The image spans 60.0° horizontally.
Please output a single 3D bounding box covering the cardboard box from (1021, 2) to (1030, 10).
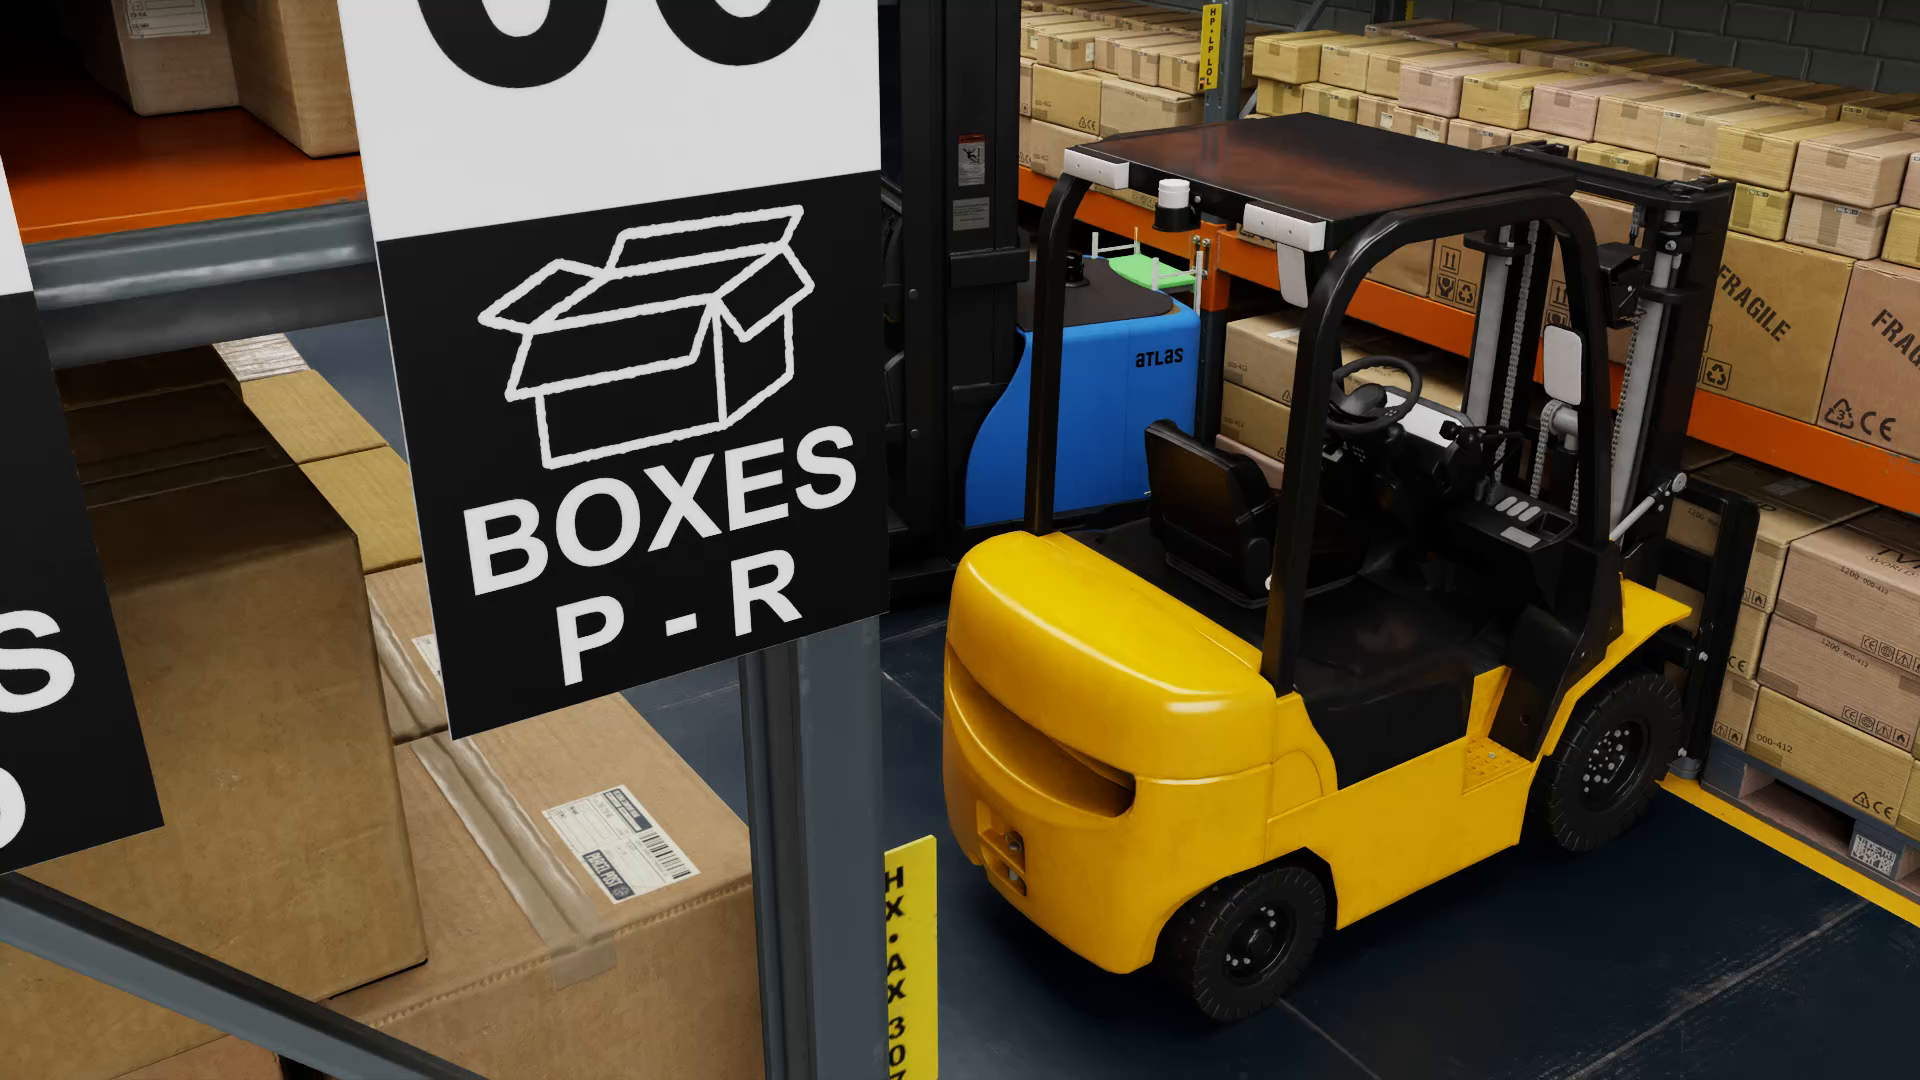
[{"bbox_3d":[0.131,-2.667,8.509,0.380,0.149,0.250,-16,29,-30],"label":"cardboard box"}]

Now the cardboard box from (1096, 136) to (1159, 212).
[{"bbox_3d":[0.957,-1.662,7.432,0.500,0.250,0.500,-15,29,-28],"label":"cardboard box"}]

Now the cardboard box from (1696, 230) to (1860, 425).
[{"bbox_3d":[2.591,-0.711,5.124,0.500,0.500,0.500,-16,30,-31],"label":"cardboard box"}]

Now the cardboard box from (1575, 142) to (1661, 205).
[{"bbox_3d":[2.232,-1.216,5.435,0.380,0.149,0.250,-16,30,-31],"label":"cardboard box"}]

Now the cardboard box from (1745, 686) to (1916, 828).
[{"bbox_3d":[2.850,0.599,5.196,0.500,0.250,0.500,-16,29,-30],"label":"cardboard box"}]

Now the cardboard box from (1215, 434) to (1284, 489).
[{"bbox_3d":[1.438,-0.307,7.115,0.500,0.250,0.500,-15,29,-29],"label":"cardboard box"}]

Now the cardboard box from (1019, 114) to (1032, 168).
[{"bbox_3d":[0.432,-2.025,8.202,0.500,0.250,0.500,-15,29,-29],"label":"cardboard box"}]

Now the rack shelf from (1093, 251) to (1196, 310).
[{"bbox_3d":[0.802,-1.112,7.213,0.258,0.148,0.480,-12,27,-24],"label":"rack shelf"}]

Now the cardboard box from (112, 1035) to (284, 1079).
[{"bbox_3d":[-1.049,0.669,1.854,0.500,0.500,0.500,-16,30,-30],"label":"cardboard box"}]

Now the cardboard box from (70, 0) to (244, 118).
[{"bbox_3d":[-0.649,-0.532,1.643,0.380,0.149,0.250,-17,30,-31],"label":"cardboard box"}]

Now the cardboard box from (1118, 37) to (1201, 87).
[{"bbox_3d":[0.923,-2.107,7.323,0.380,0.149,0.250,-16,30,-30],"label":"cardboard box"}]

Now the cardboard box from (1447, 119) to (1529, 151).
[{"bbox_3d":[1.928,-1.395,5.814,0.380,0.149,0.250,-16,30,-30],"label":"cardboard box"}]

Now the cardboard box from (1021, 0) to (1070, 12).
[{"bbox_3d":[0.469,-2.766,8.718,0.380,0.149,0.250,-15,29,-28],"label":"cardboard box"}]

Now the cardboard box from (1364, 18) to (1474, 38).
[{"bbox_3d":[1.879,-2.040,6.831,0.380,0.149,0.250,-15,29,-29],"label":"cardboard box"}]

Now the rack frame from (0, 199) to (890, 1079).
[{"bbox_3d":[-0.519,0.978,1.665,0.949,2.616,0.053,-16,29,-30],"label":"rack frame"}]

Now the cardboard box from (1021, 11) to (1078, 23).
[{"bbox_3d":[0.356,-2.469,8.090,0.380,0.149,0.250,-15,29,-29],"label":"cardboard box"}]

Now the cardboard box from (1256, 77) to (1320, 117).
[{"bbox_3d":[1.405,-1.774,6.616,0.380,0.149,0.250,-16,30,-30],"label":"cardboard box"}]

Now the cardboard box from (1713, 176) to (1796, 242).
[{"bbox_3d":[2.490,-1.030,5.041,0.380,0.149,0.250,-15,29,-29],"label":"cardboard box"}]

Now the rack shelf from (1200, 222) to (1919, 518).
[{"bbox_3d":[2.543,-0.570,5.786,1.077,0.370,4.000,-16,29,-30],"label":"rack shelf"}]

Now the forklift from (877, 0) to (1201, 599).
[{"bbox_3d":[-0.584,-1.230,6.422,3.031,2.935,1.130,-9,27,-19],"label":"forklift"}]

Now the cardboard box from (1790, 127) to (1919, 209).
[{"bbox_3d":[2.628,-1.074,4.785,0.380,0.149,0.250,-15,29,-28],"label":"cardboard box"}]

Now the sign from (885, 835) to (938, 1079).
[{"bbox_3d":[-0.068,0.461,1.747,0.100,0.325,0.005,-16,29,-30],"label":"sign"}]

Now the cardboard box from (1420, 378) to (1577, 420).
[{"bbox_3d":[2.004,-0.402,6.146,0.500,0.250,0.500,-14,29,-28],"label":"cardboard box"}]

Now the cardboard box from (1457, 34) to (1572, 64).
[{"bbox_3d":[2.137,-1.849,6.427,0.380,0.149,0.250,-16,30,-30],"label":"cardboard box"}]

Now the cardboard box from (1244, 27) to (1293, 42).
[{"bbox_3d":[1.337,-2.233,7.589,0.380,0.149,0.250,-17,30,-31],"label":"cardboard box"}]

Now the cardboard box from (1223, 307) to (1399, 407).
[{"bbox_3d":[1.452,-0.763,6.910,0.500,0.250,0.500,-16,30,-30],"label":"cardboard box"}]

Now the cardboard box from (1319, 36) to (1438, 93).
[{"bbox_3d":[1.610,-1.832,6.391,0.380,0.149,0.250,-15,29,-29],"label":"cardboard box"}]

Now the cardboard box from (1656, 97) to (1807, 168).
[{"bbox_3d":[2.420,-1.279,5.220,0.380,0.149,0.250,-15,29,-29],"label":"cardboard box"}]

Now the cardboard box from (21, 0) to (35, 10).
[{"bbox_3d":[-1.069,-0.811,2.235,0.380,0.149,0.250,-17,30,-31],"label":"cardboard box"}]

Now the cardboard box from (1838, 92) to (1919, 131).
[{"bbox_3d":[3.012,-1.312,5.291,0.380,0.149,0.250,-16,30,-31],"label":"cardboard box"}]

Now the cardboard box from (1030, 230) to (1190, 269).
[{"bbox_3d":[0.740,-1.190,8.546,0.875,0.625,0.625,-16,30,-30],"label":"cardboard box"}]

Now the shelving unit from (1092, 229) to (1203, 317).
[{"bbox_3d":[0.806,-0.733,7.386,0.258,1.200,0.503,-12,27,-24],"label":"shelving unit"}]

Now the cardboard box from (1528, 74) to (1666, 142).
[{"bbox_3d":[2.146,-1.458,5.599,0.380,0.149,0.250,-16,29,-30],"label":"cardboard box"}]

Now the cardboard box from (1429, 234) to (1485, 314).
[{"bbox_3d":[2.050,-1.073,5.891,0.500,0.500,0.500,-16,30,-30],"label":"cardboard box"}]

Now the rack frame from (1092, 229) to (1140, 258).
[{"bbox_3d":[0.697,-0.823,7.585,0.240,1.200,0.015,-12,27,-24],"label":"rack frame"}]

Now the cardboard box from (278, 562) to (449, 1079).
[{"bbox_3d":[-0.834,0.380,2.465,0.500,0.500,0.500,-15,29,-28],"label":"cardboard box"}]

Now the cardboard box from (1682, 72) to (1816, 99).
[{"bbox_3d":[2.663,-1.476,5.638,0.380,0.149,0.250,-15,29,-28],"label":"cardboard box"}]

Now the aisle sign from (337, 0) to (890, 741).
[{"bbox_3d":[-0.228,-0.247,1.215,0.394,0.787,0.004,-16,29,-30],"label":"aisle sign"}]

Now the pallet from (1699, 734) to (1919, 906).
[{"bbox_3d":[3.182,0.818,5.271,1.003,0.211,1.213,-16,29,-30],"label":"pallet"}]

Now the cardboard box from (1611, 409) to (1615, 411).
[{"bbox_3d":[2.436,-0.516,6.388,0.500,0.250,0.500,-15,29,-29],"label":"cardboard box"}]

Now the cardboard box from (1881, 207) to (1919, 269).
[{"bbox_3d":[2.830,-0.860,4.680,0.380,0.149,0.250,-16,30,-30],"label":"cardboard box"}]

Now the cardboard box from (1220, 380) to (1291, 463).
[{"bbox_3d":[1.457,-0.538,7.019,0.500,0.250,0.500,-16,29,-30],"label":"cardboard box"}]

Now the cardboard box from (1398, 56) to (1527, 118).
[{"bbox_3d":[1.796,-1.623,5.948,0.380,0.149,0.250,-15,29,-28],"label":"cardboard box"}]

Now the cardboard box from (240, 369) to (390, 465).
[{"bbox_3d":[-1.397,0.018,3.232,0.500,0.500,0.500,-16,30,-31],"label":"cardboard box"}]

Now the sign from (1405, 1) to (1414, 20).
[{"bbox_3d":[1.915,-2.167,7.221,0.100,0.325,0.005,-16,29,-30],"label":"sign"}]

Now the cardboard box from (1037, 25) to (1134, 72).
[{"bbox_3d":[0.578,-2.270,7.669,0.380,0.149,0.250,-17,30,-31],"label":"cardboard box"}]

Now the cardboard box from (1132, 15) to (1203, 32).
[{"bbox_3d":[1.044,-2.409,7.962,0.380,0.149,0.250,-16,30,-30],"label":"cardboard box"}]

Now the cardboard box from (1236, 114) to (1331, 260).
[{"bbox_3d":[1.475,-1.436,6.661,0.500,0.500,0.500,-16,30,-31],"label":"cardboard box"}]

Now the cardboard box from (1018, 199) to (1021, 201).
[{"bbox_3d":[-0.040,-1.699,9.625,0.875,0.625,0.625,-14,29,-28],"label":"cardboard box"}]

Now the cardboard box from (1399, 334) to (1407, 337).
[{"bbox_3d":[1.882,-0.878,7.154,0.500,0.250,0.500,-15,29,-29],"label":"cardboard box"}]

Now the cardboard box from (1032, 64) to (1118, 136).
[{"bbox_3d":[0.682,-2.067,7.705,0.500,0.250,0.500,-16,30,-31],"label":"cardboard box"}]

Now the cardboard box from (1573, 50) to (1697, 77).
[{"bbox_3d":[2.450,-1.676,6.062,0.380,0.149,0.250,-16,30,-30],"label":"cardboard box"}]

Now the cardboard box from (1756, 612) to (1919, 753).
[{"bbox_3d":[2.842,0.365,5.107,0.500,0.250,0.500,-16,30,-30],"label":"cardboard box"}]

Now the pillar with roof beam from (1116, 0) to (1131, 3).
[{"bbox_3d":[-2.873,-4.494,6.229,9.100,9.000,0.400,-16,29,-30],"label":"pillar with roof beam"}]

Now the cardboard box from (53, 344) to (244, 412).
[{"bbox_3d":[-1.254,0.032,2.032,0.700,0.500,0.500,-15,29,-29],"label":"cardboard box"}]

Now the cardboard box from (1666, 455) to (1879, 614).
[{"bbox_3d":[2.555,-0.030,5.357,0.500,0.250,0.500,-15,29,-29],"label":"cardboard box"}]

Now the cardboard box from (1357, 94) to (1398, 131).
[{"bbox_3d":[1.713,-1.595,6.237,0.380,0.149,0.250,-16,29,-30],"label":"cardboard box"}]

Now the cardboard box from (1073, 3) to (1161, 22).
[{"bbox_3d":[0.787,-2.593,8.352,0.380,0.149,0.250,-16,30,-30],"label":"cardboard box"}]

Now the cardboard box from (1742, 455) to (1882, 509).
[{"bbox_3d":[2.991,-0.153,5.619,0.500,0.250,0.500,-16,30,-30],"label":"cardboard box"}]
